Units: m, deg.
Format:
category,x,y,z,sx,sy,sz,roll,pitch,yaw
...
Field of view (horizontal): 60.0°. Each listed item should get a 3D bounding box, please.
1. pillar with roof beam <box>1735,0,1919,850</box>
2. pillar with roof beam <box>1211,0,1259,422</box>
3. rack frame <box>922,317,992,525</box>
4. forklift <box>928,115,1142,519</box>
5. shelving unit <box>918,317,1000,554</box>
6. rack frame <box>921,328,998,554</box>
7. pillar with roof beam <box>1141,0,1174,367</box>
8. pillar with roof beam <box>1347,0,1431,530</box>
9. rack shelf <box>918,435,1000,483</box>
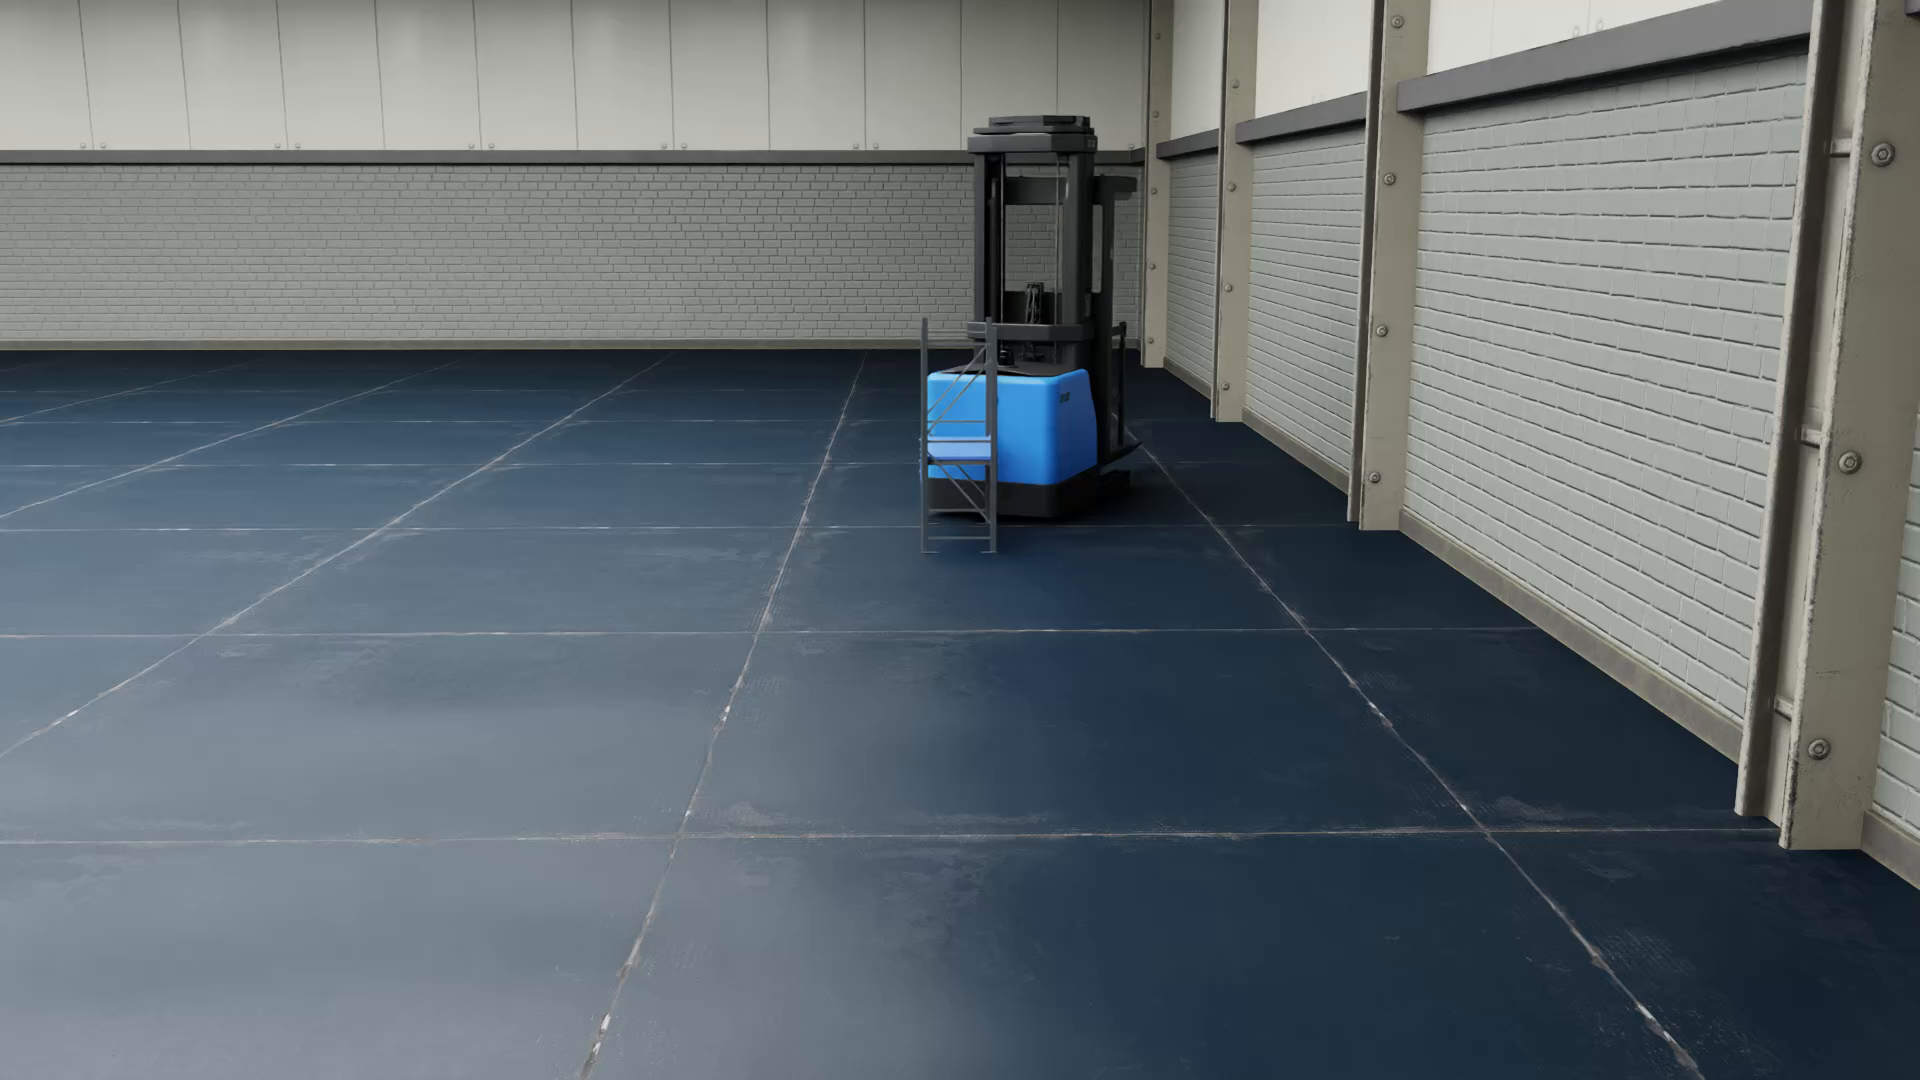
category,x,y,z,sx,sy,sz,roll,pitch,yaw
pillar with roof beam,-1.161,-3.310,5.243,9.100,9.000,0.400,0,11,-1
pillar with roof beam,-1.409,-5.696,17.001,9.100,9.000,0.400,0,11,-1
rack frame,-0.023,-0.847,11.963,0.500,1.500,0.032,0,11,-1
forklift,0.750,-1.838,13.248,1.130,2.935,3.031,4,12,21
shelving unit,-0.014,-0.746,11.465,0.538,1.500,1.048,0,11,-1
rack frame,-0.005,-0.645,10.967,0.500,1.500,0.032,0,11,-1
pillar with roof beam,-1.533,-6.888,22.880,9.100,9.000,0.400,0,11,-1
pillar with roof beam,-1.285,-4.503,11.122,9.100,9.000,0.400,0,11,-1
rack shelf,-0.014,-0.570,11.501,0.538,0.185,1.000,0,11,-1
